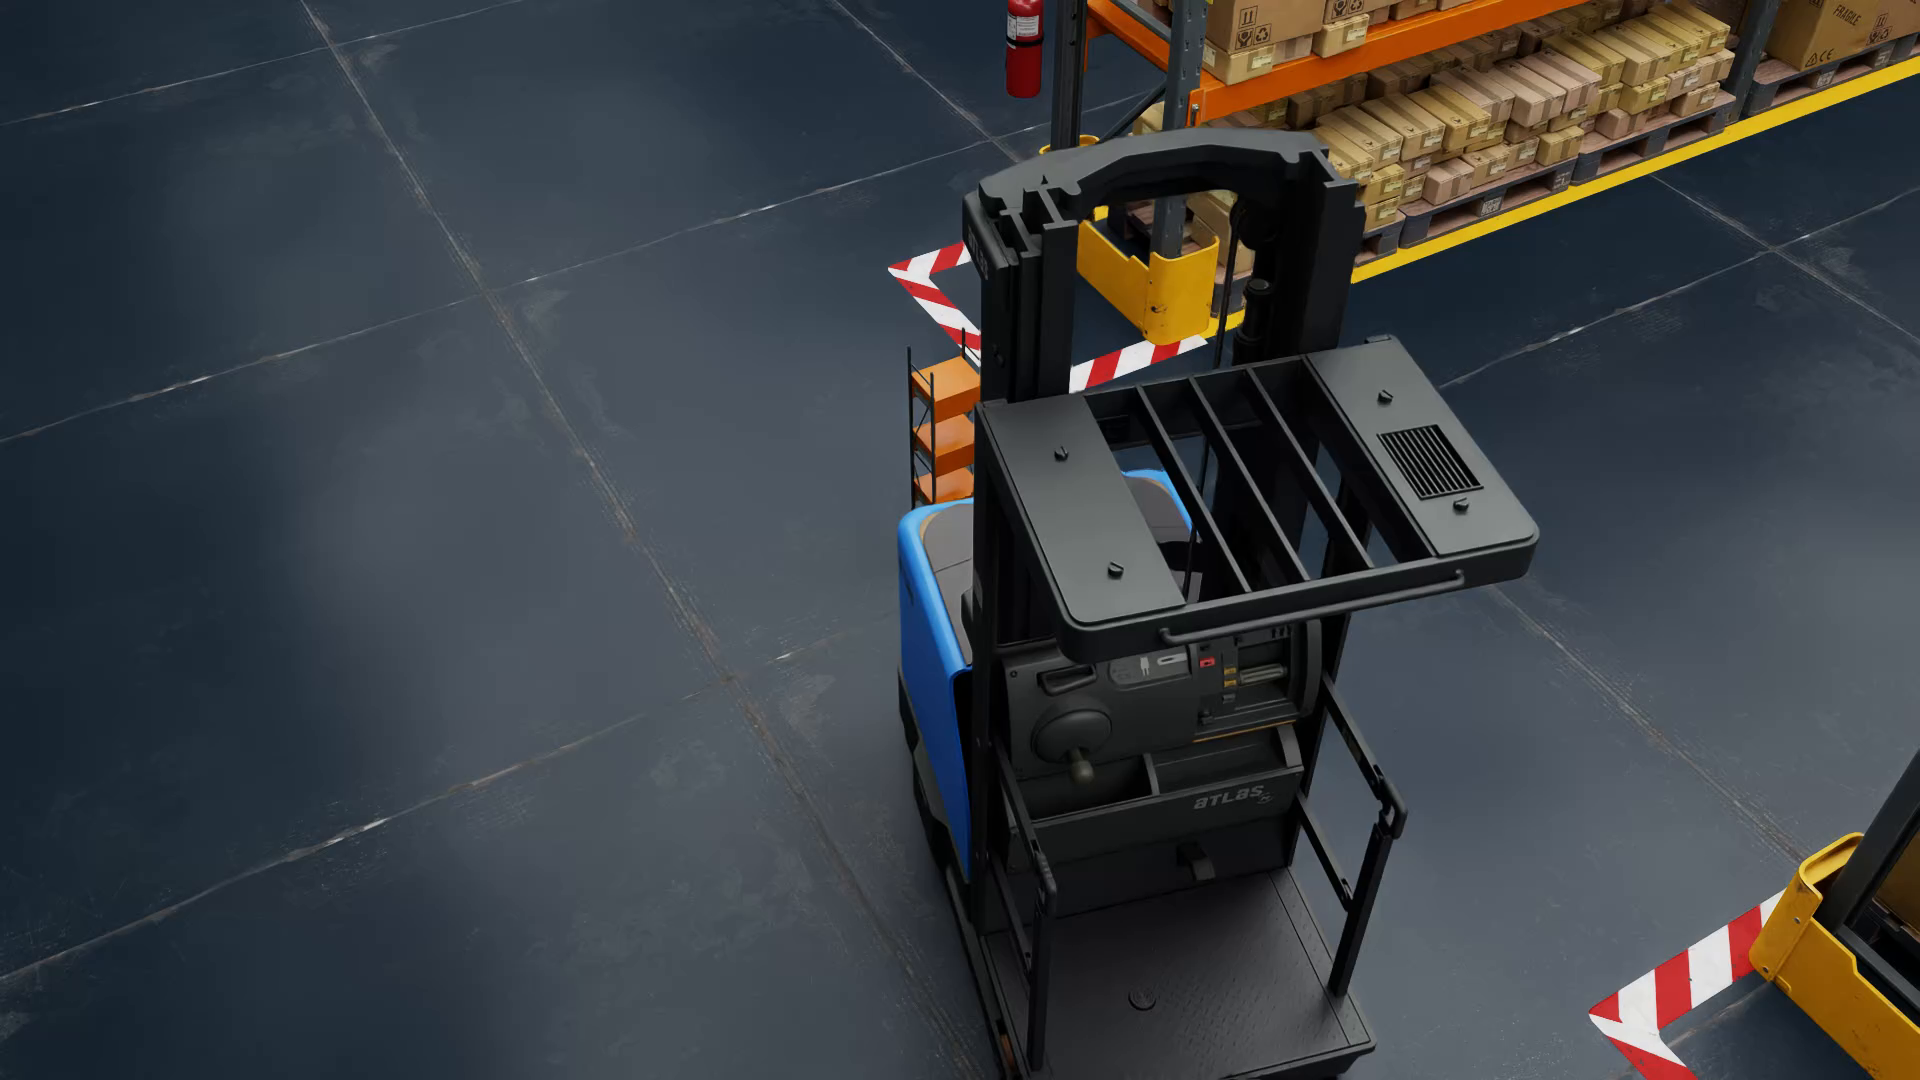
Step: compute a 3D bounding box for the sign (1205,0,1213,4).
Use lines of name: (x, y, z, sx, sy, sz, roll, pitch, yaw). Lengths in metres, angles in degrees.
sign: (1.027, -2.382, 6.858, 0.005, 0.325, 0.100, -22, 48, -21)

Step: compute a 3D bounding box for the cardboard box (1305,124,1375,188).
cardboard box: (1.841, -1.895, 8.296, 0.250, 0.149, 0.380, -22, 48, -21)

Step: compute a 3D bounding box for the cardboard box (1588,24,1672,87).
cardboard box: (3.632, -2.644, 9.068, 0.250, 0.149, 0.380, -22, 48, -21)

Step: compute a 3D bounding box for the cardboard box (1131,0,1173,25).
cardboard box: (0.898, -2.592, 7.877, 0.250, 0.149, 0.380, -22, 48, -21)

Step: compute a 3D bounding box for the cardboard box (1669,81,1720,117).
cardboard box: (4.055, -2.572, 9.421, 0.250, 0.149, 0.380, -21, 48, -20)

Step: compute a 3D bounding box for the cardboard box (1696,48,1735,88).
cardboard box: (4.110, -2.719, 9.360, 0.250, 0.149, 0.380, -21, 48, -20)

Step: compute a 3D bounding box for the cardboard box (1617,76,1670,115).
cardboard box: (3.658, -2.514, 9.148, 0.250, 0.149, 0.380, -23, 49, -22)

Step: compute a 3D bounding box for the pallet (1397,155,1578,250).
pallet: (2.601, -2.105, 9.197, 1.213, 0.211, 1.003, -22, 48, -21)

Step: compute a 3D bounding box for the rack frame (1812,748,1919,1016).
rack frame: (3.140, 0.632, 4.375, 0.127, 3.000, 1.000, -22, 48, -21)

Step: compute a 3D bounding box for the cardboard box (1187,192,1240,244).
cardboard box: (1.339, -1.660, 8.268, 0.250, 0.149, 0.380, -20, 48, -19)

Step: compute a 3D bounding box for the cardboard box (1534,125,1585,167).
cardboard box: (3.157, -2.213, 9.051, 0.250, 0.149, 0.380, -22, 48, -21)

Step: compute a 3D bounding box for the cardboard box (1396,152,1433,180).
cardboard box: (2.232, -2.032, 8.651, 0.250, 0.149, 0.380, -24, 49, -23)

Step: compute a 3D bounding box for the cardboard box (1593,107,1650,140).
cardboard box: (3.591, -2.402, 9.246, 0.250, 0.149, 0.380, -23, 49, -22)

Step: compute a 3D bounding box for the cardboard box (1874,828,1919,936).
cardboard box: (3.655, 0.973, 5.247, 0.875, 0.875, 0.875, -22, 48, -21)

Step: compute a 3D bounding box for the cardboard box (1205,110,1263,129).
cardboard box: (1.336, -2.129, 8.537, 0.250, 0.149, 0.380, -21, 48, -20)

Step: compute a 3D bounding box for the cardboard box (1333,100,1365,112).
cardboard box: (1.964, -2.357, 8.986, 0.250, 0.149, 0.380, -21, 48, -20)

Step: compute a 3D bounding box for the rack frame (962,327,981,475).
rack frame: (0.059, -0.401, 6.838, 0.008, 1.050, 0.200, -22, 48, -21)

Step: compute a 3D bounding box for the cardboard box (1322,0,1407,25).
cardboard box: (1.735, -2.731, 7.554, 0.500, 0.500, 0.500, -22, 48, -21)

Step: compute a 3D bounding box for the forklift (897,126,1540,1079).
forklift: (0.635, 0.523, 4.536, 1.130, 2.935, 3.031, -10, 45, -10)

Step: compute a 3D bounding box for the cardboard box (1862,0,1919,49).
cardboard box: (5.456, -3.321, 9.941, 0.500, 0.500, 0.500, -20, 48, -19)

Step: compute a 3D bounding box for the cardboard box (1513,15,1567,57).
cardboard box: (3.145, -2.851, 9.282, 0.250, 0.149, 0.380, -23, 49, -22)

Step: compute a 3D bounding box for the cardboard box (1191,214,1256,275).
cardboard box: (1.370, -1.515, 8.332, 0.250, 0.149, 0.380, -21, 48, -20)

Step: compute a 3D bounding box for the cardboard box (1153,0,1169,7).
cardboard box: (1.018, -2.852, 7.679, 0.500, 0.500, 0.500, -21, 48, -20)

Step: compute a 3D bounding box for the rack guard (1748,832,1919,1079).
rack guard: (3.119, 1.537, 5.237, 0.348, 0.500, 1.175, -22, 48, -21)

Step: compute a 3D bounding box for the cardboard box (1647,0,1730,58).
cardboard box: (4.046, -2.847, 9.277, 0.250, 0.149, 0.380, -20, 48, -20)

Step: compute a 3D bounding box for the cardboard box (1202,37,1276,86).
cardboard box: (1.201, -2.223, 7.496, 0.250, 0.149, 0.380, -22, 48, -21)

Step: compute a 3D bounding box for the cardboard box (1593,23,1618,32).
cardboard box: (3.576, -2.946, 9.593, 0.250, 0.149, 0.380, -21, 48, -21)

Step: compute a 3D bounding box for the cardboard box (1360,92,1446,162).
cardboard box: (2.260, -2.121, 8.530, 0.250, 0.149, 0.380, -20, 48, -19)

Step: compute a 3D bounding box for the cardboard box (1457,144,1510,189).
cardboard box: (2.705, -2.059, 8.893, 0.250, 0.149, 0.380, -22, 48, -21)

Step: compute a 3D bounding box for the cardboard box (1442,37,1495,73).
cardboard box: (2.689, -2.668, 9.093, 0.250, 0.149, 0.380, -24, 49, -23)

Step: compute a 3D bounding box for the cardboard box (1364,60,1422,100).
cardboard box: (2.242, -2.498, 8.918, 0.250, 0.149, 0.380, -23, 49, -22)

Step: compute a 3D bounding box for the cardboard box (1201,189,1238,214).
cardboard box: (1.380, -1.716, 8.112, 0.250, 0.149, 0.380, -24, 49, -23)

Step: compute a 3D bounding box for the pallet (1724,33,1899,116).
pallet: (4.899, -3.057, 10.177, 1.213, 0.211, 1.003, -22, 48, -21)

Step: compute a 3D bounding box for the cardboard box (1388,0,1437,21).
cardboard box: (2.065, -2.649, 7.936, 0.250, 0.149, 0.380, -22, 48, -21)

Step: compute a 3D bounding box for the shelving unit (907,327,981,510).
shelving unit: (-0.046, -0.358, 6.795, 0.252, 1.050, 0.215, -22, 48, -21)

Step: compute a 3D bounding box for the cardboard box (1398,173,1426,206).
cardboard box: (2.218, -1.914, 8.743, 0.250, 0.149, 0.380, -22, 48, -21)

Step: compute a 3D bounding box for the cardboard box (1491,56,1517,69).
cardboard box: (2.897, -2.667, 9.305, 0.250, 0.149, 0.380, -20, 47, -19)

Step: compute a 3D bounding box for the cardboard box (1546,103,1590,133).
cardboard box: (3.181, -2.386, 9.016, 0.250, 0.149, 0.380, -21, 48, -20)

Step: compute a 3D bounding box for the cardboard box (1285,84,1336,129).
cardboard box: (1.753, -2.347, 8.762, 0.250, 0.149, 0.380, -24, 49, -22)

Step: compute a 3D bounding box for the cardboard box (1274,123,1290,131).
cardboard box: (1.522, -2.170, 8.793, 0.250, 0.149, 0.380, -24, 49, -23)

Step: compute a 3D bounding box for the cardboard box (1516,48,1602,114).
cardboard box: (3.179, -2.451, 8.869, 0.250, 0.149, 0.380, -24, 49, -23)

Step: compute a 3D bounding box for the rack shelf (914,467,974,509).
rack shelf: (-0.046, -0.151, 6.996, 0.240, 0.259, 0.215, -22, 48, -21)

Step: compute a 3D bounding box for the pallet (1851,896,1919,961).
pallet: (3.794, 1.308, 5.680, 1.213, 0.211, 1.003, -22, 48, -21)

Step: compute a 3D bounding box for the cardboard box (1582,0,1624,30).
cardboard box: (3.555, -3.073, 9.511, 0.250, 0.149, 0.380, -20, 47, -19)

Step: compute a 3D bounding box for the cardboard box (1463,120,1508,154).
cardboard box: (2.685, -2.239, 8.864, 0.250, 0.149, 0.380, -20, 47, -19)

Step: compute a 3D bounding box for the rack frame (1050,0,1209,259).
rack frame: (0.757, -2.398, 7.497, 0.127, 3.000, 1.000, -22, 48, -21)

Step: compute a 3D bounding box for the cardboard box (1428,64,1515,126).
cardboard box: (2.682, -2.330, 8.745, 0.250, 0.149, 0.380, -22, 48, -21)

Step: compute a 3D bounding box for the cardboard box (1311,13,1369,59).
cardboard box: (1.661, -2.397, 7.676, 0.250, 0.149, 0.380, -23, 49, -22)
